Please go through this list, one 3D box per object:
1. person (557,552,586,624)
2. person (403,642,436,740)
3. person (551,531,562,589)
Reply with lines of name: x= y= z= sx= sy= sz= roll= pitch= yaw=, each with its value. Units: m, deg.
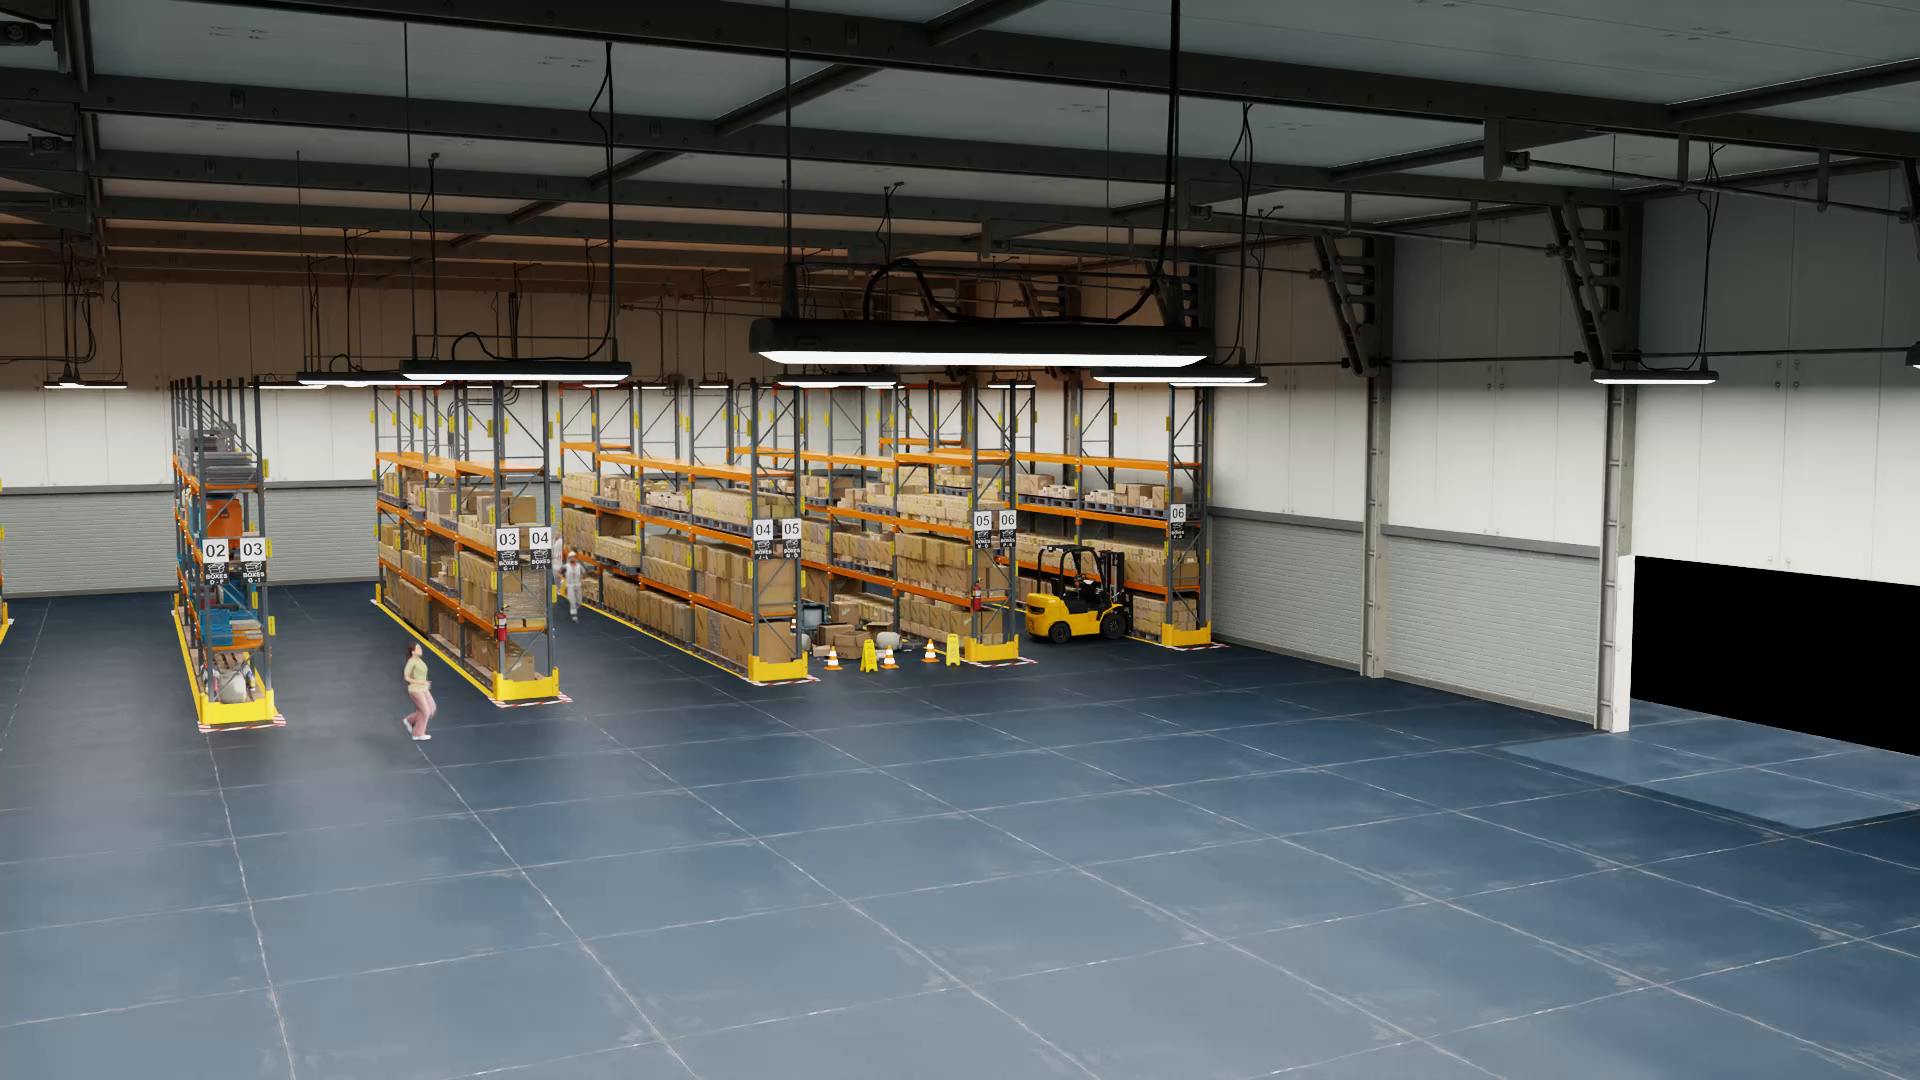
person: x=-9.563 y=1.173 z=41.115 sx=0.667 sy=1.768 sz=0.963 roll=-3 pitch=6 yaw=-29
person: x=-8.899 y=2.480 z=27.345 sx=0.509 sy=1.620 sz=0.577 roll=0 pitch=5 yaw=4
person: x=-11.692 y=0.584 z=48.235 sx=0.692 sy=1.711 sz=0.596 roll=4 pitch=7 yaw=41
